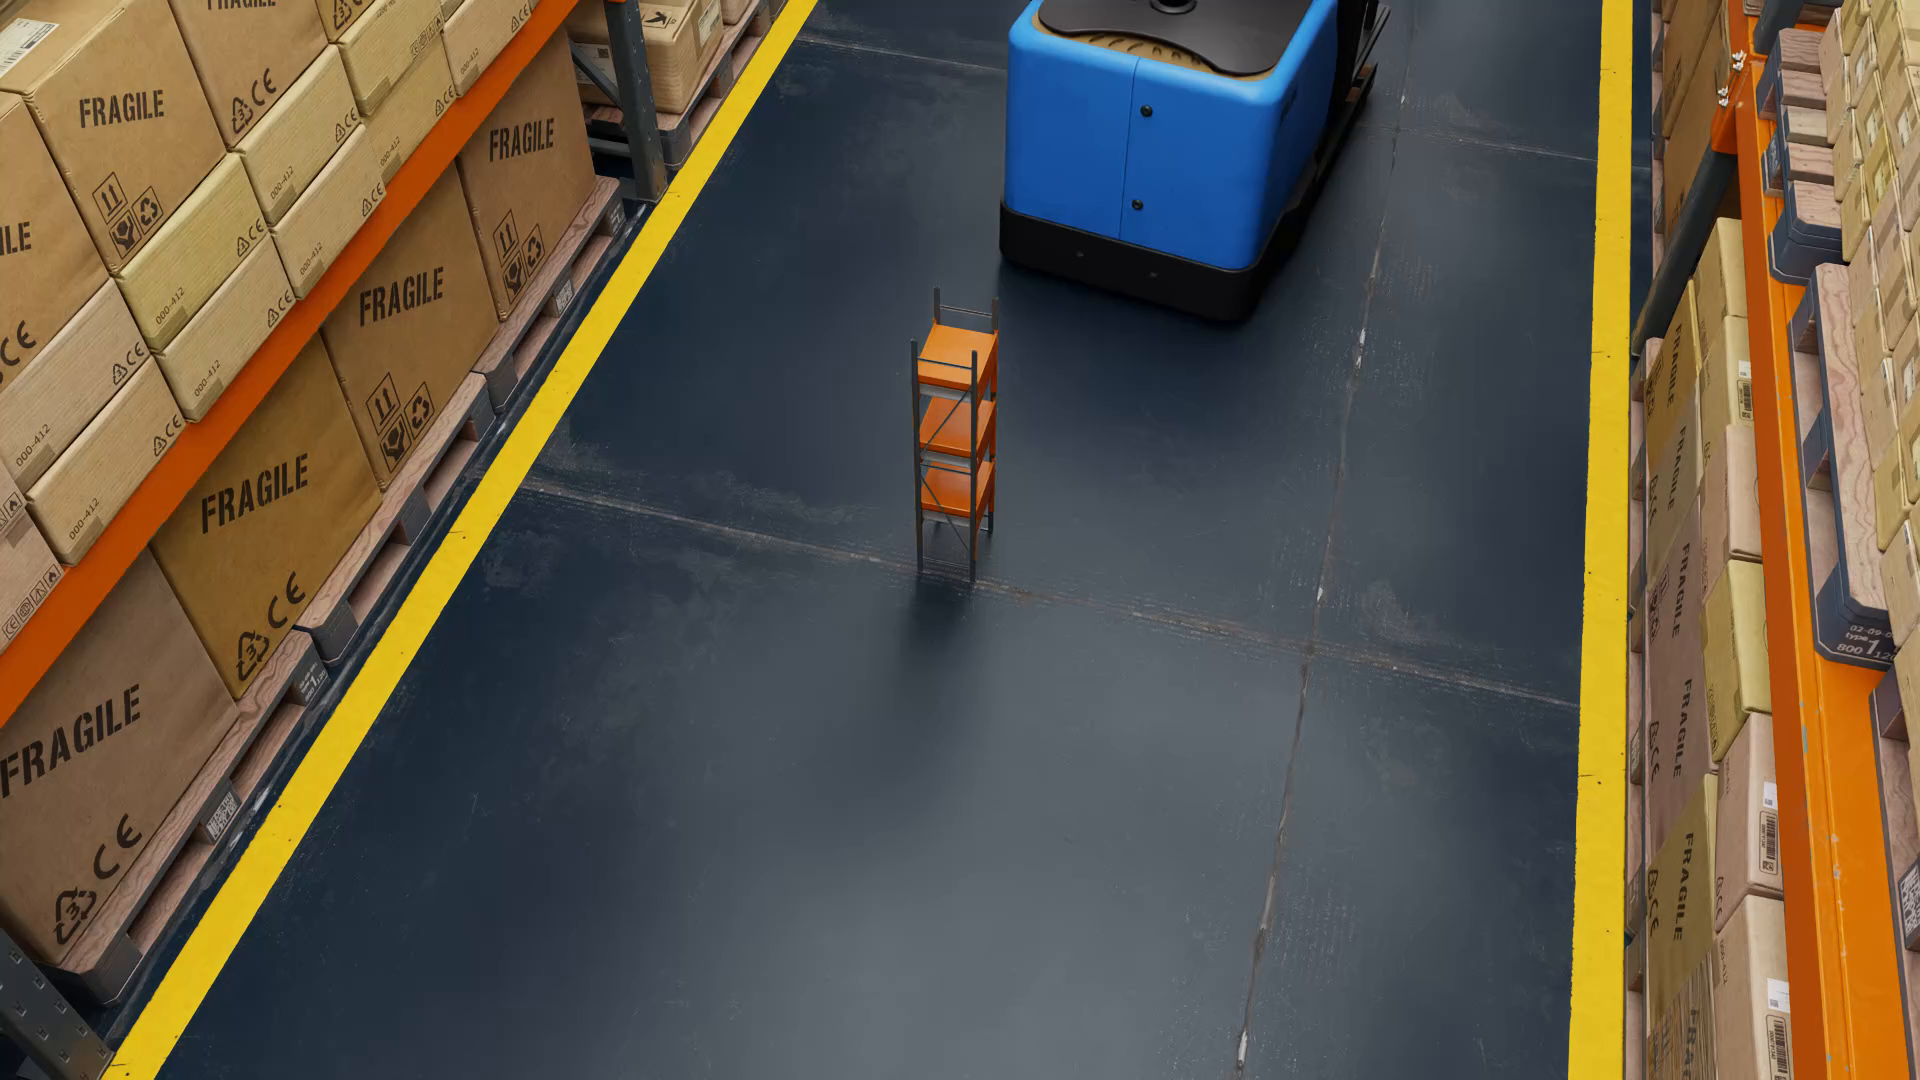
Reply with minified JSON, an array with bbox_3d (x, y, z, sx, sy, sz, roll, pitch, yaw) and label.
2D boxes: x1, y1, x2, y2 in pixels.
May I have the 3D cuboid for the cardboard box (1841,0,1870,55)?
[{"bbox_3d":[2.745,-1.482,4.747,0.380,0.149,0.250,14,50,12],"label":"cardboard box"}]

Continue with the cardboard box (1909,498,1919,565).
[{"bbox_3d":[2.201,0.018,3.422,0.380,0.149,0.250,9,49,8],"label":"cardboard box"}]

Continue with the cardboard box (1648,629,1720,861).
[{"bbox_3d":[2.239,0.617,4.592,0.500,0.500,0.500,11,49,9],"label":"cardboard box"}]

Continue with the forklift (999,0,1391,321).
[{"bbox_3d":[1.221,-2.936,6.386,1.130,2.935,3.031,19,51,16],"label":"forklift"}]

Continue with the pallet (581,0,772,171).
[{"bbox_3d":[-1.529,-2.184,7.537,1.003,0.211,1.213,12,50,10],"label":"pallet"}]

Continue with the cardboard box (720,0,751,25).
[{"bbox_3d":[-1.392,-2.753,7.652,0.950,0.372,0.625,11,49,9],"label":"cardboard box"}]

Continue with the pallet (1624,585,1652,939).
[{"bbox_3d":[2.535,0.729,4.965,1.003,0.211,1.213,12,50,10],"label":"pallet"}]

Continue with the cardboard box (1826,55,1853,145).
[{"bbox_3d":[2.682,-1.216,4.710,0.380,0.149,0.250,14,50,12],"label":"cardboard box"}]

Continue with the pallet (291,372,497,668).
[{"bbox_3d":[-2.340,-0.184,5.771,1.003,0.211,1.213,12,50,10],"label":"pallet"}]

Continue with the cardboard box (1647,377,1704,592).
[{"bbox_3d":[2.504,-0.124,5.246,0.500,0.500,0.500,12,50,10],"label":"cardboard box"}]

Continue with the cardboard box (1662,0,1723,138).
[{"bbox_3d":[3.539,-2.088,6.813,1.050,0.750,0.750,12,50,11],"label":"cardboard box"}]

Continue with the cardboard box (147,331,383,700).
[{"bbox_3d":[-2.473,-0.203,5.066,0.875,0.875,0.875,13,50,11],"label":"cardboard box"}]

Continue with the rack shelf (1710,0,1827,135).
[{"bbox_3d":[3.592,-2.846,6.741,1.077,0.370,4.000,12,50,10],"label":"rack shelf"}]

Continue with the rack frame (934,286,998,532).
[{"bbox_3d":[0.018,-0.397,5.400,0.200,1.050,0.008,12,50,10],"label":"rack frame"}]

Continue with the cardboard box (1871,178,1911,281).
[{"bbox_3d":[2.476,-0.729,4.082,0.380,0.149,0.250,12,50,10],"label":"cardboard box"}]

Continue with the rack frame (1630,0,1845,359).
[{"bbox_3d":[3.066,-1.638,5.195,1.000,3.000,0.127,12,50,10],"label":"rack frame"}]

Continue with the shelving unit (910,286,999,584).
[{"bbox_3d":[-0.014,-0.309,5.322,0.215,1.050,0.252,12,50,10],"label":"shelving unit"}]

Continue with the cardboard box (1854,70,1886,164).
[{"bbox_3d":[2.608,-1.092,4.402,0.380,0.149,0.250,10,49,9],"label":"cardboard box"}]

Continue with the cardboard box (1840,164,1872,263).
[{"bbox_3d":[2.542,-0.825,4.365,0.380,0.149,0.250,14,50,12],"label":"cardboard box"}]

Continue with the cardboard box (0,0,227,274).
[{"bbox_3d":[-2.155,-1.010,3.907,0.500,0.500,0.500,10,49,9],"label":"cardboard box"}]

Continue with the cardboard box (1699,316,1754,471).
[{"bbox_3d":[2.517,-0.380,4.972,0.500,0.250,0.500,11,49,10],"label":"cardboard box"}]

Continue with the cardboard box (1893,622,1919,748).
[{"bbox_3d":[2.128,0.324,3.351,0.380,0.149,0.250,9,49,8],"label":"cardboard box"}]

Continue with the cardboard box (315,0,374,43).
[{"bbox_3d":[-1.885,-1.749,4.560,0.500,0.500,0.500,12,50,10],"label":"cardboard box"}]

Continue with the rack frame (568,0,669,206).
[{"bbox_3d":[-1.737,-2.542,5.993,1.000,3.000,0.127,12,50,10],"label":"rack frame"}]

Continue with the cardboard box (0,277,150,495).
[{"bbox_3d":[-2.291,-0.409,3.877,0.500,0.250,0.500,12,50,11],"label":"cardboard box"}]

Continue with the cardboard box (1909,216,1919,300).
[{"bbox_3d":[2.413,-0.644,3.808,0.380,0.149,0.250,13,50,11],"label":"cardboard box"}]

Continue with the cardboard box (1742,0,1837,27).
[{"bbox_3d":[2.925,-2.050,5.492,0.500,0.500,0.500,12,50,10],"label":"cardboard box"}]

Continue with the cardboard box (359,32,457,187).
[{"bbox_3d":[-1.887,-1.341,5.033,0.500,0.250,0.500,11,50,10],"label":"cardboard box"}]

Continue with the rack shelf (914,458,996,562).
[{"bbox_3d":[-0.014,-0.118,5.539,0.215,0.259,0.240,12,50,10],"label":"rack shelf"}]

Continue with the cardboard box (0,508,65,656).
[{"bbox_3d":[-2.419,0.135,3.730,0.500,0.250,0.500,11,49,9],"label":"cardboard box"}]

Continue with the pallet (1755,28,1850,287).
[{"bbox_3d":[2.981,-1.038,4.793,1.213,0.211,1.003,12,50,10],"label":"pallet"}]

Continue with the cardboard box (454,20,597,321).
[{"bbox_3d":[-1.999,-1.494,6.205,0.875,0.875,0.875,11,50,10],"label":"cardboard box"}]

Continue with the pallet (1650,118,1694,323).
[{"bbox_3d":[3.346,-1.271,6.731,1.003,0.211,1.213,12,50,10],"label":"pallet"}]

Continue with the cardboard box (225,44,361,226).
[{"bbox_3d":[-2.002,-1.135,4.518,0.500,0.250,0.500,10,49,9],"label":"cardboard box"}]

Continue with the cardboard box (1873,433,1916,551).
[{"bbox_3d":[2.266,-0.070,3.698,0.380,0.149,0.250,14,50,12],"label":"cardboard box"}]

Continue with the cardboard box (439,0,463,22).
[{"bbox_3d":[-1.750,-1.885,5.180,0.500,0.250,0.500,10,49,9],"label":"cardboard box"}]

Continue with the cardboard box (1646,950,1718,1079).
[{"bbox_3d":[1.964,1.359,3.937,0.500,0.500,0.500,11,49,9],"label":"cardboard box"}]

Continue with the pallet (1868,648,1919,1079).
[{"bbox_3d":[2.354,0.795,3.176,1.003,0.211,1.213,12,50,10],"label":"pallet"}]

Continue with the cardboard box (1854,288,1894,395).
[{"bbox_3d":[2.406,-0.450,4.034,0.380,0.149,0.250,12,50,11],"label":"cardboard box"}]

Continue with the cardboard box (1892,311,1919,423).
[{"bbox_3d":[2.340,-0.354,3.751,0.380,0.149,0.250,13,50,11],"label":"cardboard box"}]

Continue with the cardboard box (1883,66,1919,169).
[{"bbox_3d":[2.550,-1.032,4.151,0.380,0.149,0.250,10,49,8],"label":"cardboard box"}]

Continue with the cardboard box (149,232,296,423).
[{"bbox_3d":[-2.134,-0.607,4.385,0.500,0.250,0.500,11,50,10],"label":"cardboard box"}]

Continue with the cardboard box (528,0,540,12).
[{"bbox_3d":[-1.619,-2.075,5.681,0.500,0.250,0.500,10,49,9],"label":"cardboard box"}]

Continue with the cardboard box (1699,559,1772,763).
[{"bbox_3d":[2.238,0.353,4.325,0.500,0.250,0.500,10,49,8],"label":"cardboard box"}]

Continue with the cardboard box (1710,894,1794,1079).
[{"bbox_3d":[1.965,1.107,3.659,0.500,0.250,0.500,10,49,9],"label":"cardboard box"}]

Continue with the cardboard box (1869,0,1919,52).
[{"bbox_3d":[2.689,-1.400,4.475,0.380,0.149,0.250,10,49,9],"label":"cardboard box"}]
